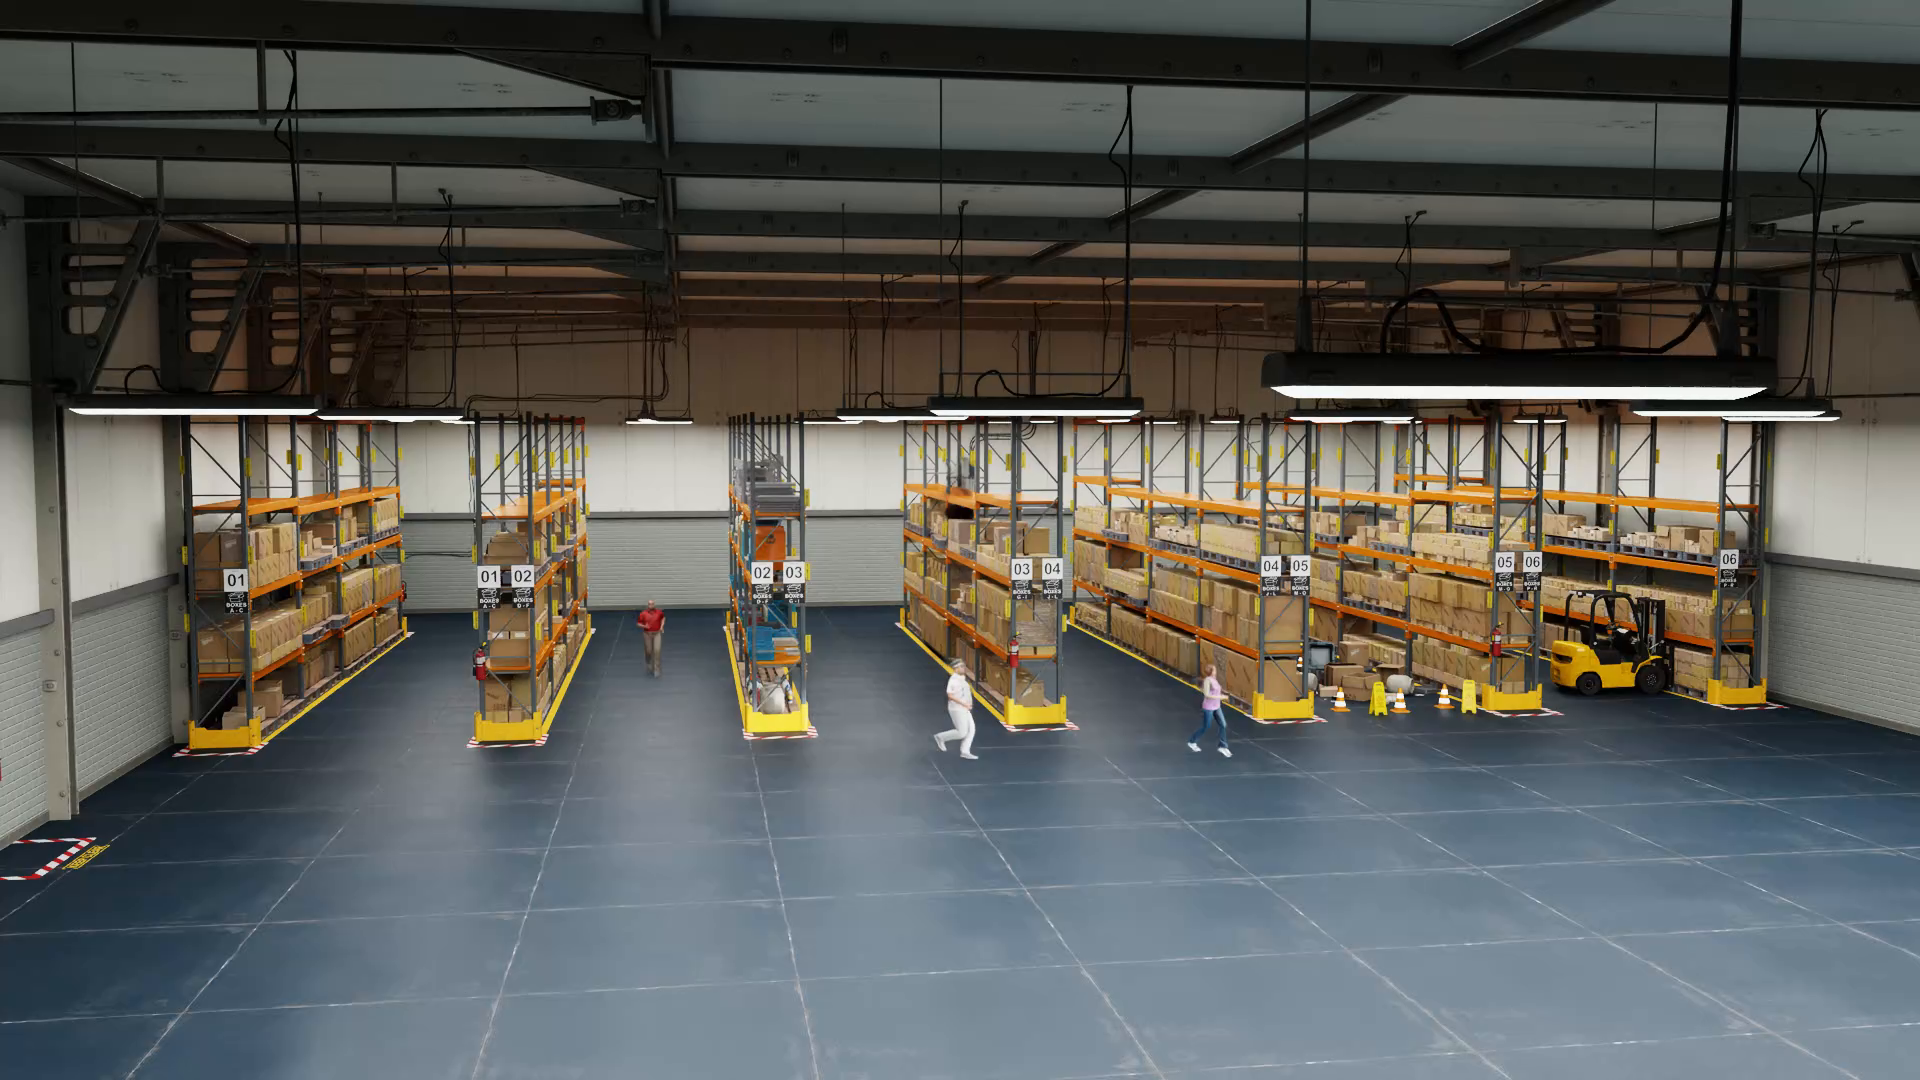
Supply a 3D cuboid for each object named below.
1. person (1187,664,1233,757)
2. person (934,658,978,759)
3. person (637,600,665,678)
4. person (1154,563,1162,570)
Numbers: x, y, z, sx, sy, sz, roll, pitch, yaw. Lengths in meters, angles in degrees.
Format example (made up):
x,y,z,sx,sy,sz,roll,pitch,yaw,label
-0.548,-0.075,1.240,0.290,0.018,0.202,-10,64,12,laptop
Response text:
x,y,z,sx,sy,sz,roll,pitch,yaw,label
4.359,2.956,28.978,0.800,1.625,0.545,2,5,33,person
-0.051,2.907,28.687,0.752,1.757,0.663,1,4,14,person
-7.122,2.246,38.402,0.660,1.750,0.969,-1,4,-16,person
5.978,1.505,50.205,0.587,1.630,0.557,-1,4,-9,person
